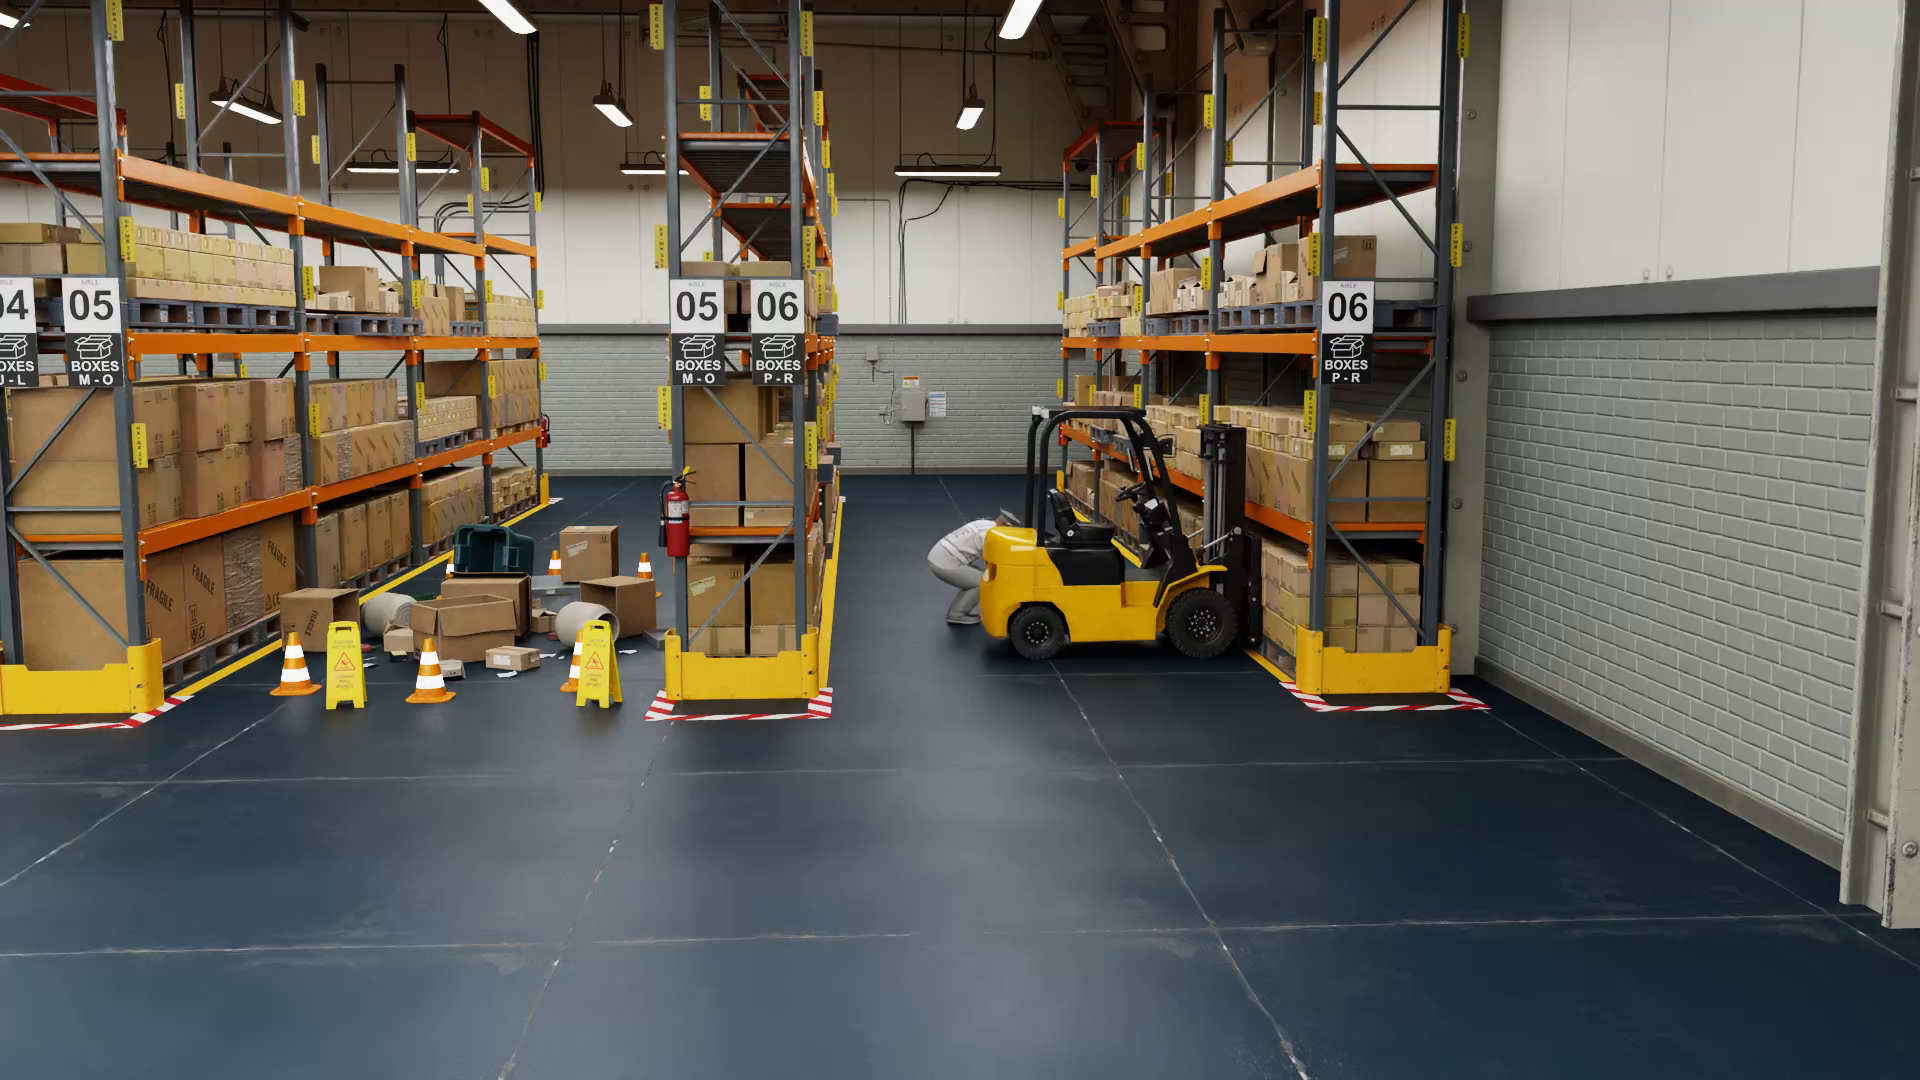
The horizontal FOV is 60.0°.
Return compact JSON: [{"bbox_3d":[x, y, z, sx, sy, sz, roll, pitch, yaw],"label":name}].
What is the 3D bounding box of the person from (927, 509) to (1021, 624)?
[{"bbox_3d":[0.144,0.255,16.355,0.928,1.099,0.578,0,7,-4],"label":"person"}]
